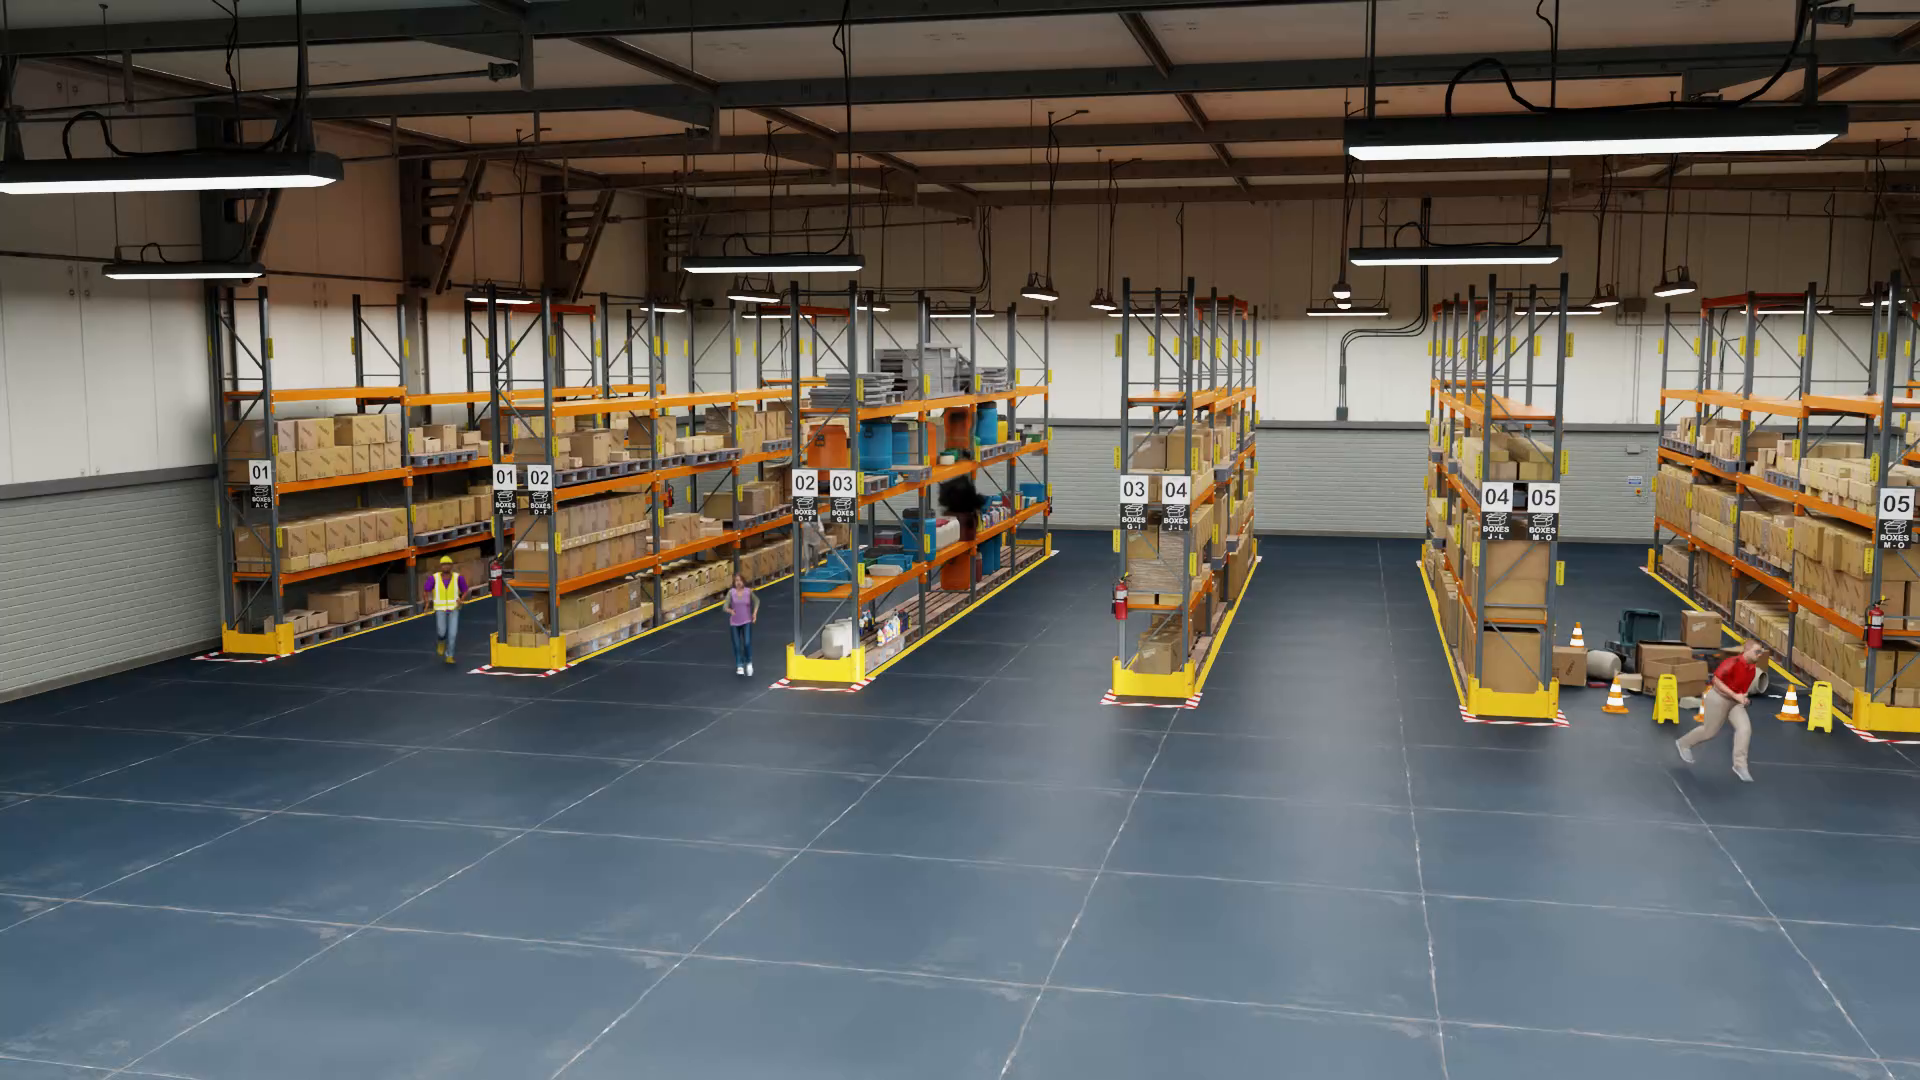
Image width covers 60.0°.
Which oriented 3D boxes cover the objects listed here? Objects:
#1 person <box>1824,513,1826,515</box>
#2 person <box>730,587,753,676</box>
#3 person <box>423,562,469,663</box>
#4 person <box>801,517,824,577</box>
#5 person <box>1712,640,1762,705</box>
[{"bbox_3d":[17.168,-0.144,33.215,0.603,0.921,0.724,1,7,6],"label":"person"},{"bbox_3d":[-3.347,1.406,25.427,0.358,1.366,0.532,-1,7,-4],"label":"person"},{"bbox_3d":[-8.172,1.133,26.489,0.703,1.679,0.582,-2,7,-20],"label":"person"},{"bbox_3d":[-2.960,0.036,33.303,0.525,1.515,0.686,1,7,11],"label":"person"},{"bbox_3d":[9.127,1.523,19.389,0.703,0.760,0.467,-4,8,-33],"label":"person"}]
